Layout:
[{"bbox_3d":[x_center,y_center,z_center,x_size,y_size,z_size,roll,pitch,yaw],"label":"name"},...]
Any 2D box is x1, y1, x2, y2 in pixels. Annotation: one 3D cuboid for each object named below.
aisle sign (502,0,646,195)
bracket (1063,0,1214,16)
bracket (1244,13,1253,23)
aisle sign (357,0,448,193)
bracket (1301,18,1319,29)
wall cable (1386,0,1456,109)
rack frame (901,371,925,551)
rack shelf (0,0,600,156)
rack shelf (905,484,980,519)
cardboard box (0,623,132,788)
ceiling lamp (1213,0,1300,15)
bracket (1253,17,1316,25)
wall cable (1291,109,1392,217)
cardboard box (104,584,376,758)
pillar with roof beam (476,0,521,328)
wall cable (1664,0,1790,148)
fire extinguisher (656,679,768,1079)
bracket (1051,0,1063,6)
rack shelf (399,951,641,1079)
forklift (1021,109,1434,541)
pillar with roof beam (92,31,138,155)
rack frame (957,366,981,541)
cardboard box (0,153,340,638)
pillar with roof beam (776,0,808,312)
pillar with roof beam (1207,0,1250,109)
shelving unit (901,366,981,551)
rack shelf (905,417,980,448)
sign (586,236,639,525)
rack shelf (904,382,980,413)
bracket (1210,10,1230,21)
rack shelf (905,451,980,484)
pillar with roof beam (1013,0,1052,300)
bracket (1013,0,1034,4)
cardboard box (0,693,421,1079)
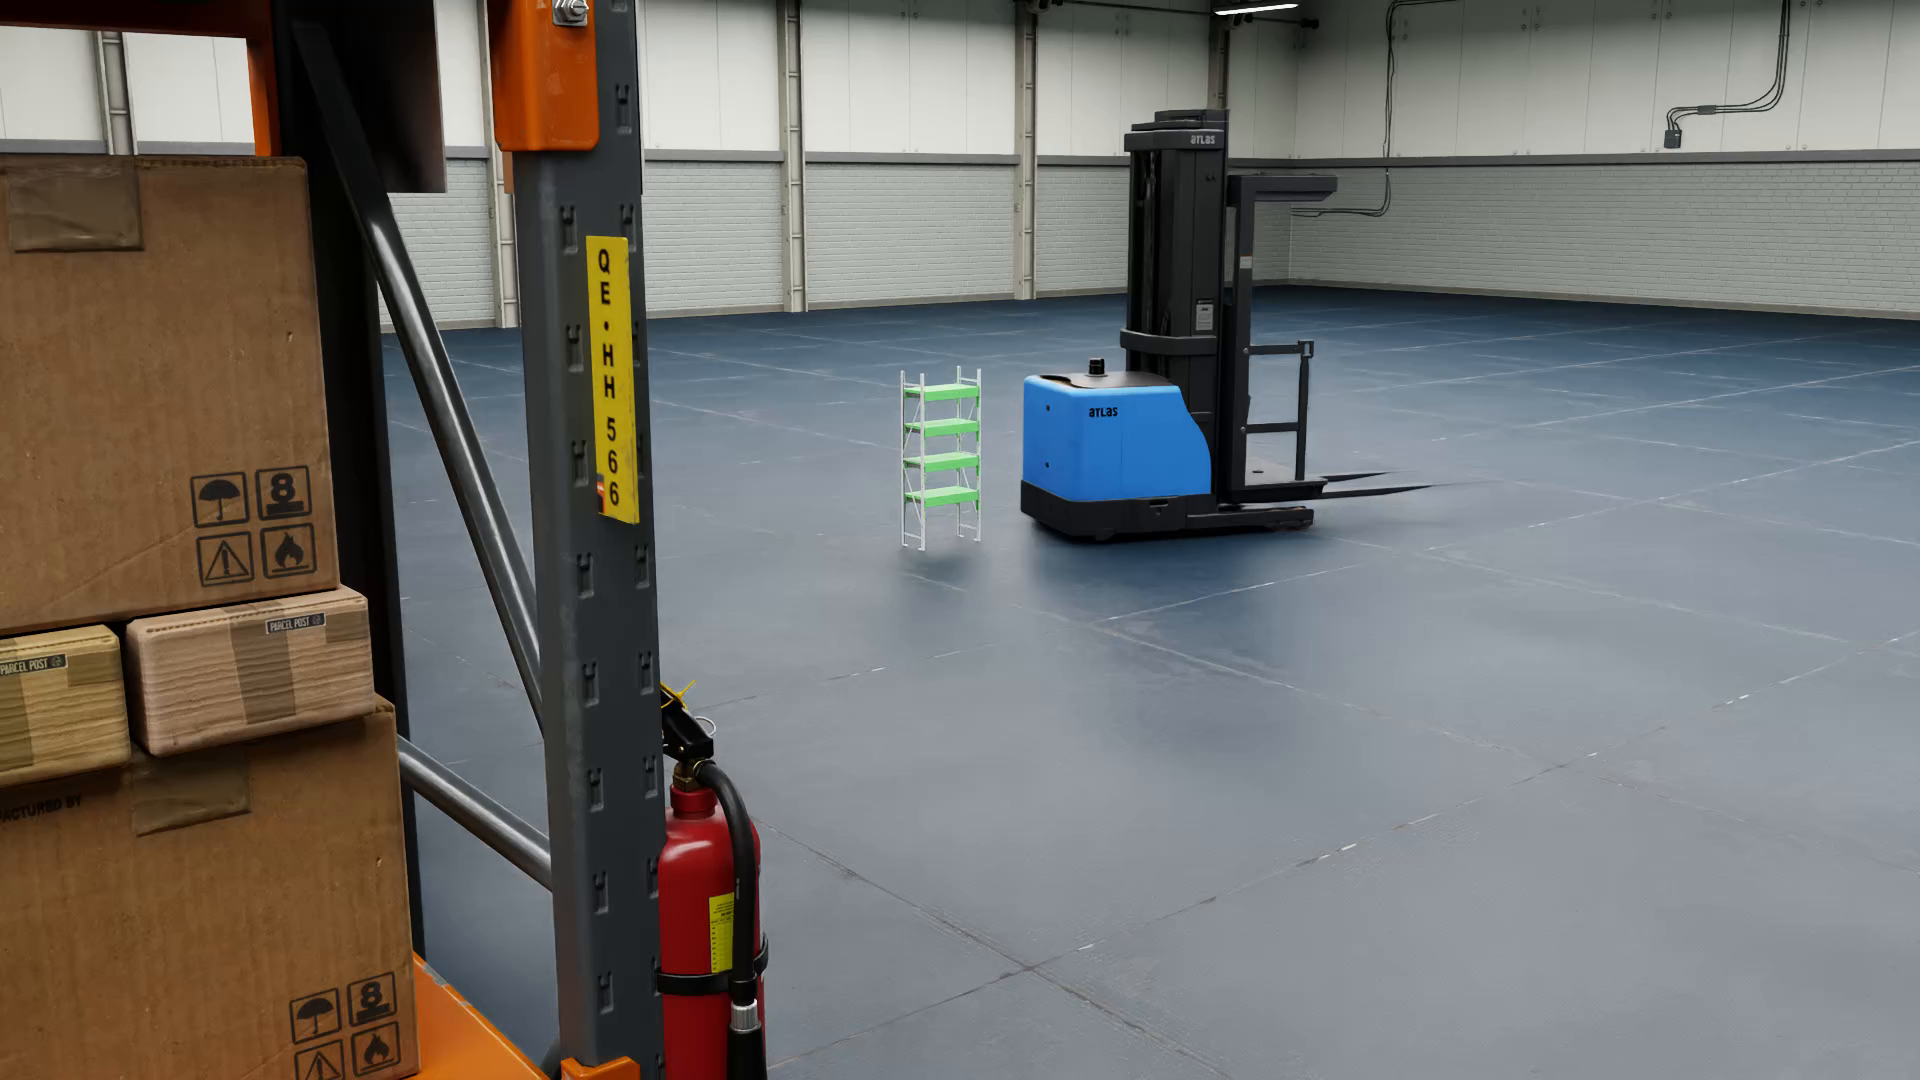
[{"bbox_3d":[-0.496,-0.824,2.031,0.004,0.787,0.394,-9,15,-38],"label":"aisle sign"},{"bbox_3d":[3.994,-11.809,36.912,4.783,0.066,0.076,-9,15,-38],"label":"bracket"},{"bbox_3d":[6.654,-12.251,38.994,0.430,0.232,0.235,-9,15,-38],"label":"bracket"},{"bbox_3d":[-0.870,-0.922,2.490,0.004,0.787,0.394,-9,15,-38],"label":"aisle sign"},{"bbox_3d":[8.505,-12.559,40.442,0.430,0.232,0.235,-9,15,-38],"label":"bracket"},{"bbox_3d":[10.925,-11.175,37.907,0.112,2.526,3.097,-9,15,-38],"label":"wall cable"},{"bbox_3d":[-0.320,-0.534,11.254,0.015,1.200,0.240,-9,15,-38],"label":"rack frame"},{"bbox_3d":[-2.292,-0.448,1.027,4.000,0.370,1.077,-9,15,-38],"label":"rack shelf"},{"bbox_3d":[-0.129,-0.268,11.466,0.480,0.148,0.258,-9,15,-38],"label":"rack shelf"},{"bbox_3d":[-1.113,0.157,1.868,0.250,0.149,0.380,-9,15,-36],"label":"cardboard box"},{"bbox_3d":[6.058,-12.078,32.790,0.800,3.185,2.000,-9,15,-38],"label":"ceiling lamp"},{"bbox_3d":[8.044,-12.482,40.081,3.189,0.066,0.076,-9,15,-38],"label":"bracket"},{"bbox_3d":[9.235,-9.143,40.498,0.112,2.526,3.097,-9,15,-38],"label":"wall cable"},{"bbox_3d":[-0.910,0.122,2.029,0.250,0.149,0.380,-10,15,-39],"label":"cardboard box"},{"bbox_3d":[-5.258,-7.460,25.098,0.400,9.000,9.100,-9,15,-38],"label":"pillar with roof beam"},{"bbox_3d":[15.153,-10.784,32.561,0.169,6.003,2.305,-9,15,-38],"label":"wall cable"},{"bbox_3d":[-0.348,0.506,2.211,0.183,0.674,0.296,-9,15,-38],"label":"fire extinguisher"},{"bbox_3d":[1.969,-11.473,35.328,0.430,0.232,0.235,-9,15,-38],"label":"bracket"},{"bbox_3d":[-2.292,1.019,1.338,4.000,0.370,1.077,-9,15,-38],"label":"rack shelf"},{"bbox_3d":[2.022,-1.589,12.055,3.031,2.935,1.130,-4,13,-19],"label":"forklift"},{"bbox_3d":[-9.943,-6.682,21.431,0.400,9.000,9.100,-9,15,-38],"label":"pillar with roof beam"},{"bbox_3d":[0.061,-0.597,11.552,0.015,1.200,0.240,-9,15,-38],"label":"rack frame"},{"bbox_3d":[-1.144,-0.210,2.033,0.500,0.500,0.700,-9,15,-37],"label":"cardboard box"},{"bbox_3d":[-0.573,-8.239,28.764,0.400,9.000,9.100,-9,15,-38],"label":"pillar with roof beam"},{"bbox_3d":[8.798,-9.796,36.097,0.548,9.000,9.100,-9,15,-38],"label":"pillar with roof beam"},{"bbox_3d":[-0.129,-0.565,11.403,0.503,1.200,0.258,-9,15,-38],"label":"shelving unit"},{"bbox_3d":[-0.129,-0.738,11.366,0.480,0.148,0.258,-9,15,-38],"label":"rack shelf"},{"bbox_3d":[-0.402,-0.184,1.918,0.005,0.325,0.100,-9,15,-38],"label":"sign"},{"bbox_3d":[-0.129,-0.972,11.317,0.480,0.148,0.258,-9,15,-38],"label":"rack shelf"},{"bbox_3d":[6.006,-12.144,38.487,0.430,0.232,0.235,-9,15,-38],"label":"bracket"},{"bbox_3d":[-0.129,-0.503,11.416,0.480,0.148,0.258,-9,15,-38],"label":"rack shelf"},{"bbox_3d":[4.113,-9.017,32.431,0.548,9.000,9.100,-9,15,-38],"label":"pillar with roof beam"},{"bbox_3d":[1.321,-11.365,34.820,0.430,0.232,0.235,-9,15,-38],"label":"bracket"},{"bbox_3d":[-1.103,0.418,2.200,0.500,0.500,0.700,-9,15,-38],"label":"cardboard box"}]
